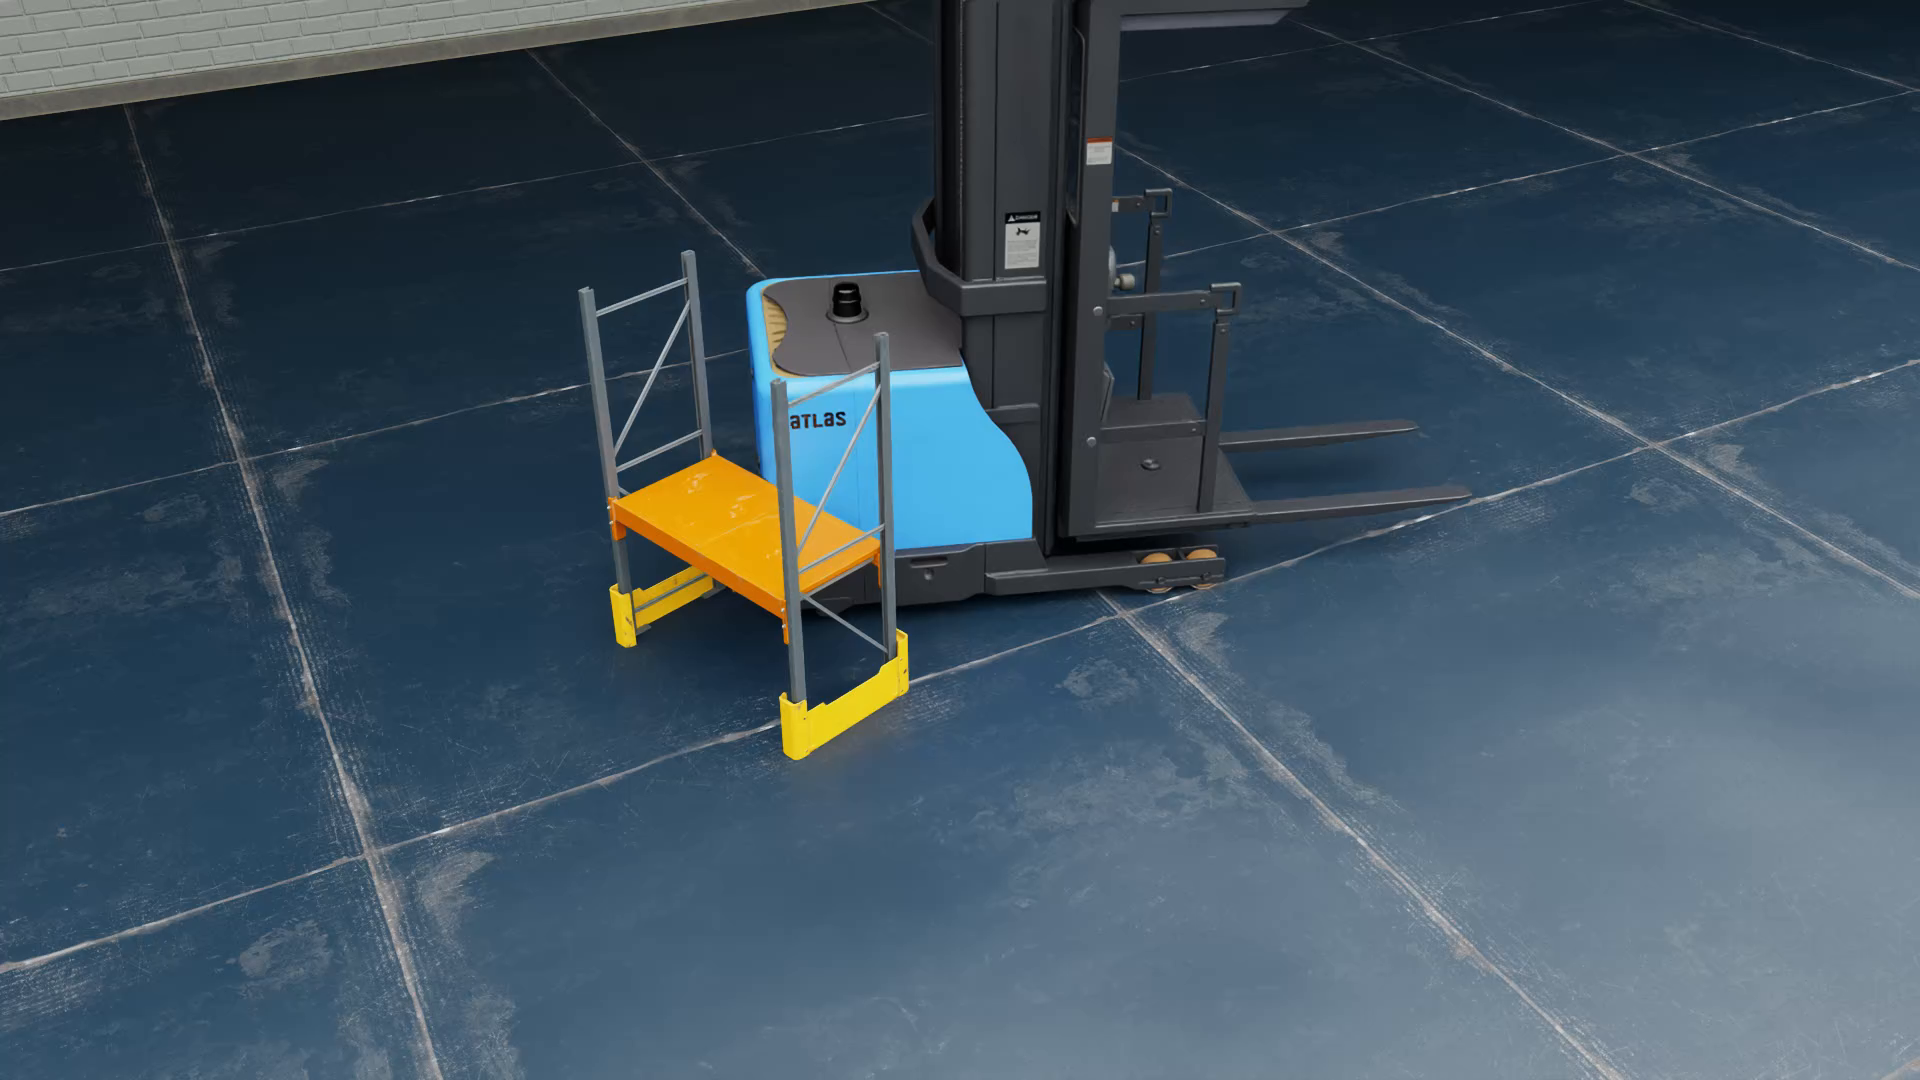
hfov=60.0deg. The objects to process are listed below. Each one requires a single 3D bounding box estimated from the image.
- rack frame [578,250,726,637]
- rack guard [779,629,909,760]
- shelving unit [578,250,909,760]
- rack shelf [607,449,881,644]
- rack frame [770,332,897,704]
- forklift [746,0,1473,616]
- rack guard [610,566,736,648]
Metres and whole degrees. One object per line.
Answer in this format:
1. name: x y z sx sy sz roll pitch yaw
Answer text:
1. rack frame: -1.159 -0.338 6.387 0.032 1.500 0.500 27 41 35
2. rack guard: -0.419 0.564 6.138 0.087 0.250 0.587 27 41 35
3. shelving unit: -0.782 -0.146 6.088 1.083 1.500 0.587 27 41 35
4. rack shelf: -0.789 0.002 6.190 1.000 0.185 0.538 27 41 35
5. rack frame: -0.418 0.038 5.800 0.032 1.500 0.500 27 41 35
6. forklift: 0.656 -1.290 6.546 3.031 2.935 1.130 -5 33 -8
7. rack guard: -1.144 0.196 6.712 0.087 0.250 0.587 27 41 35
